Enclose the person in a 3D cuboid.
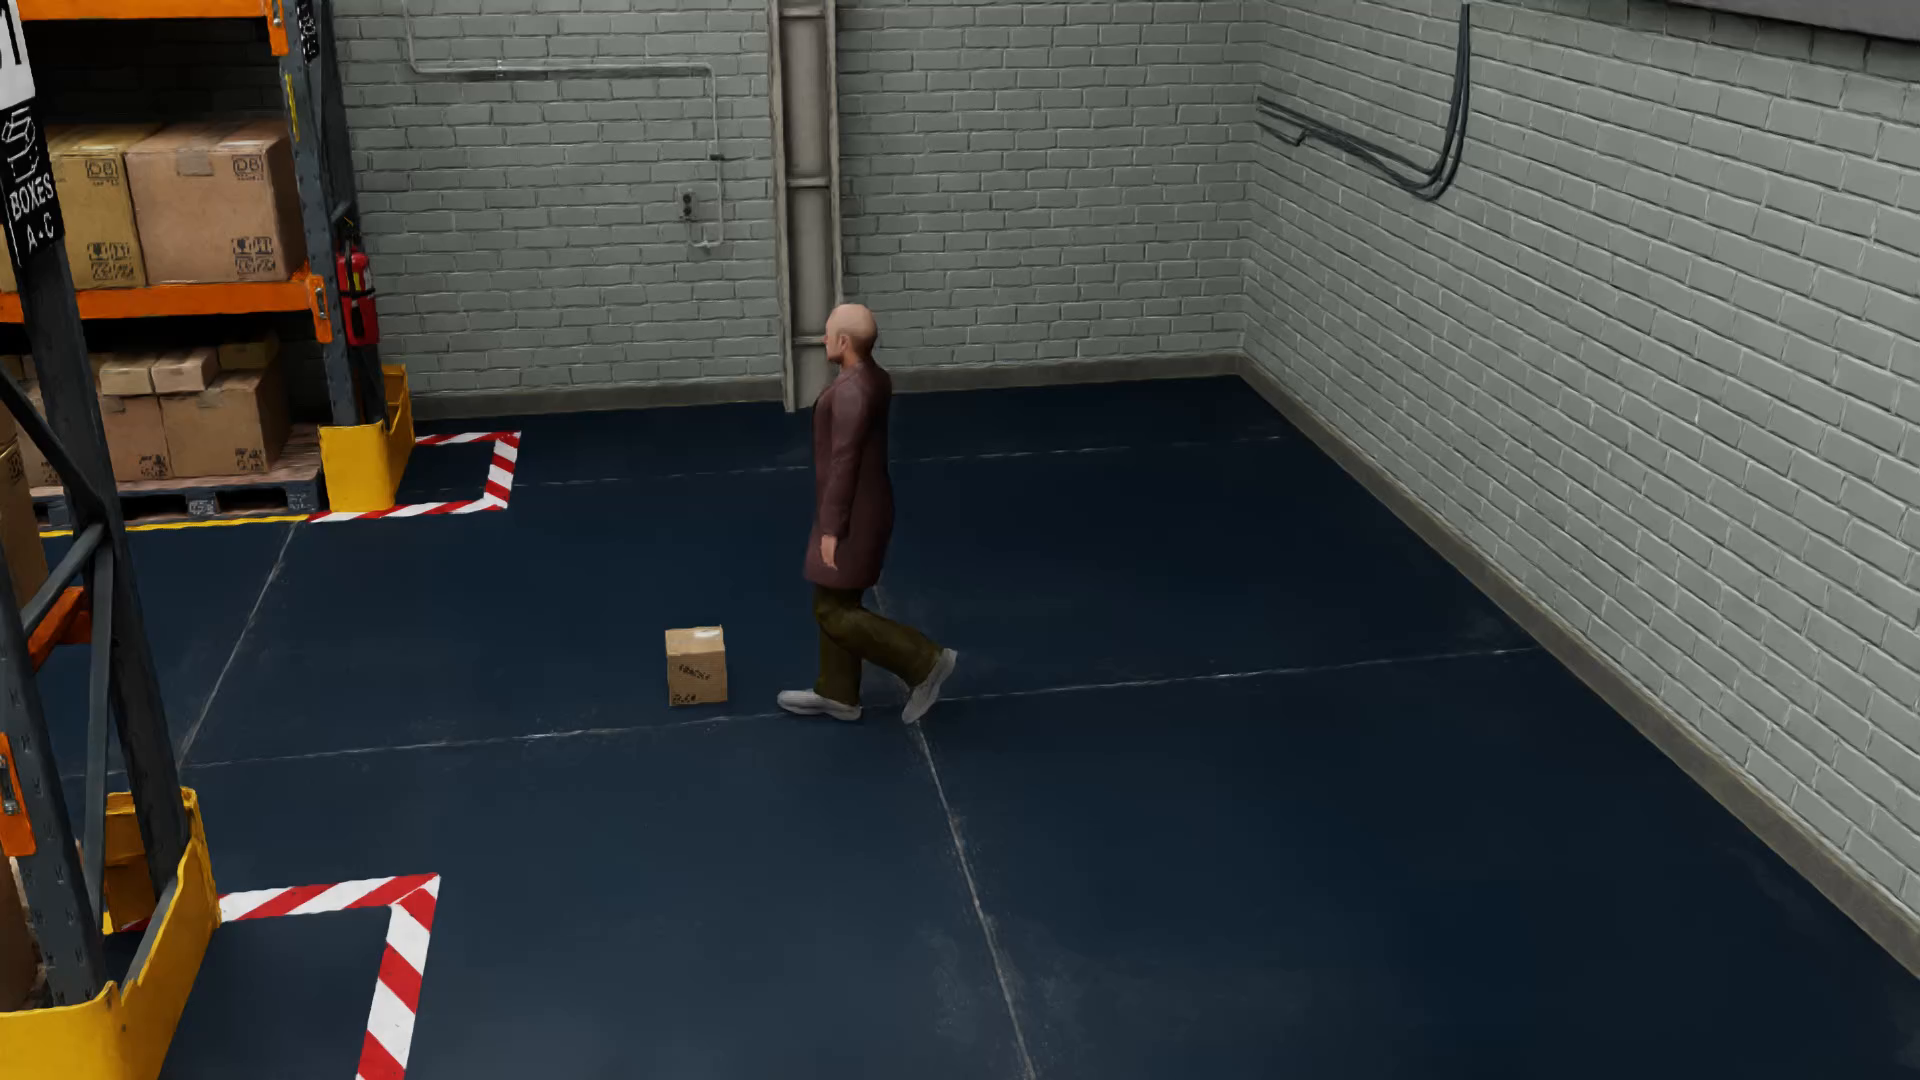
[{"bbox_3d":[-0.389,-0.086,6.812,0.792,1.769,0.611,3,23,7],"label":"person"}]
